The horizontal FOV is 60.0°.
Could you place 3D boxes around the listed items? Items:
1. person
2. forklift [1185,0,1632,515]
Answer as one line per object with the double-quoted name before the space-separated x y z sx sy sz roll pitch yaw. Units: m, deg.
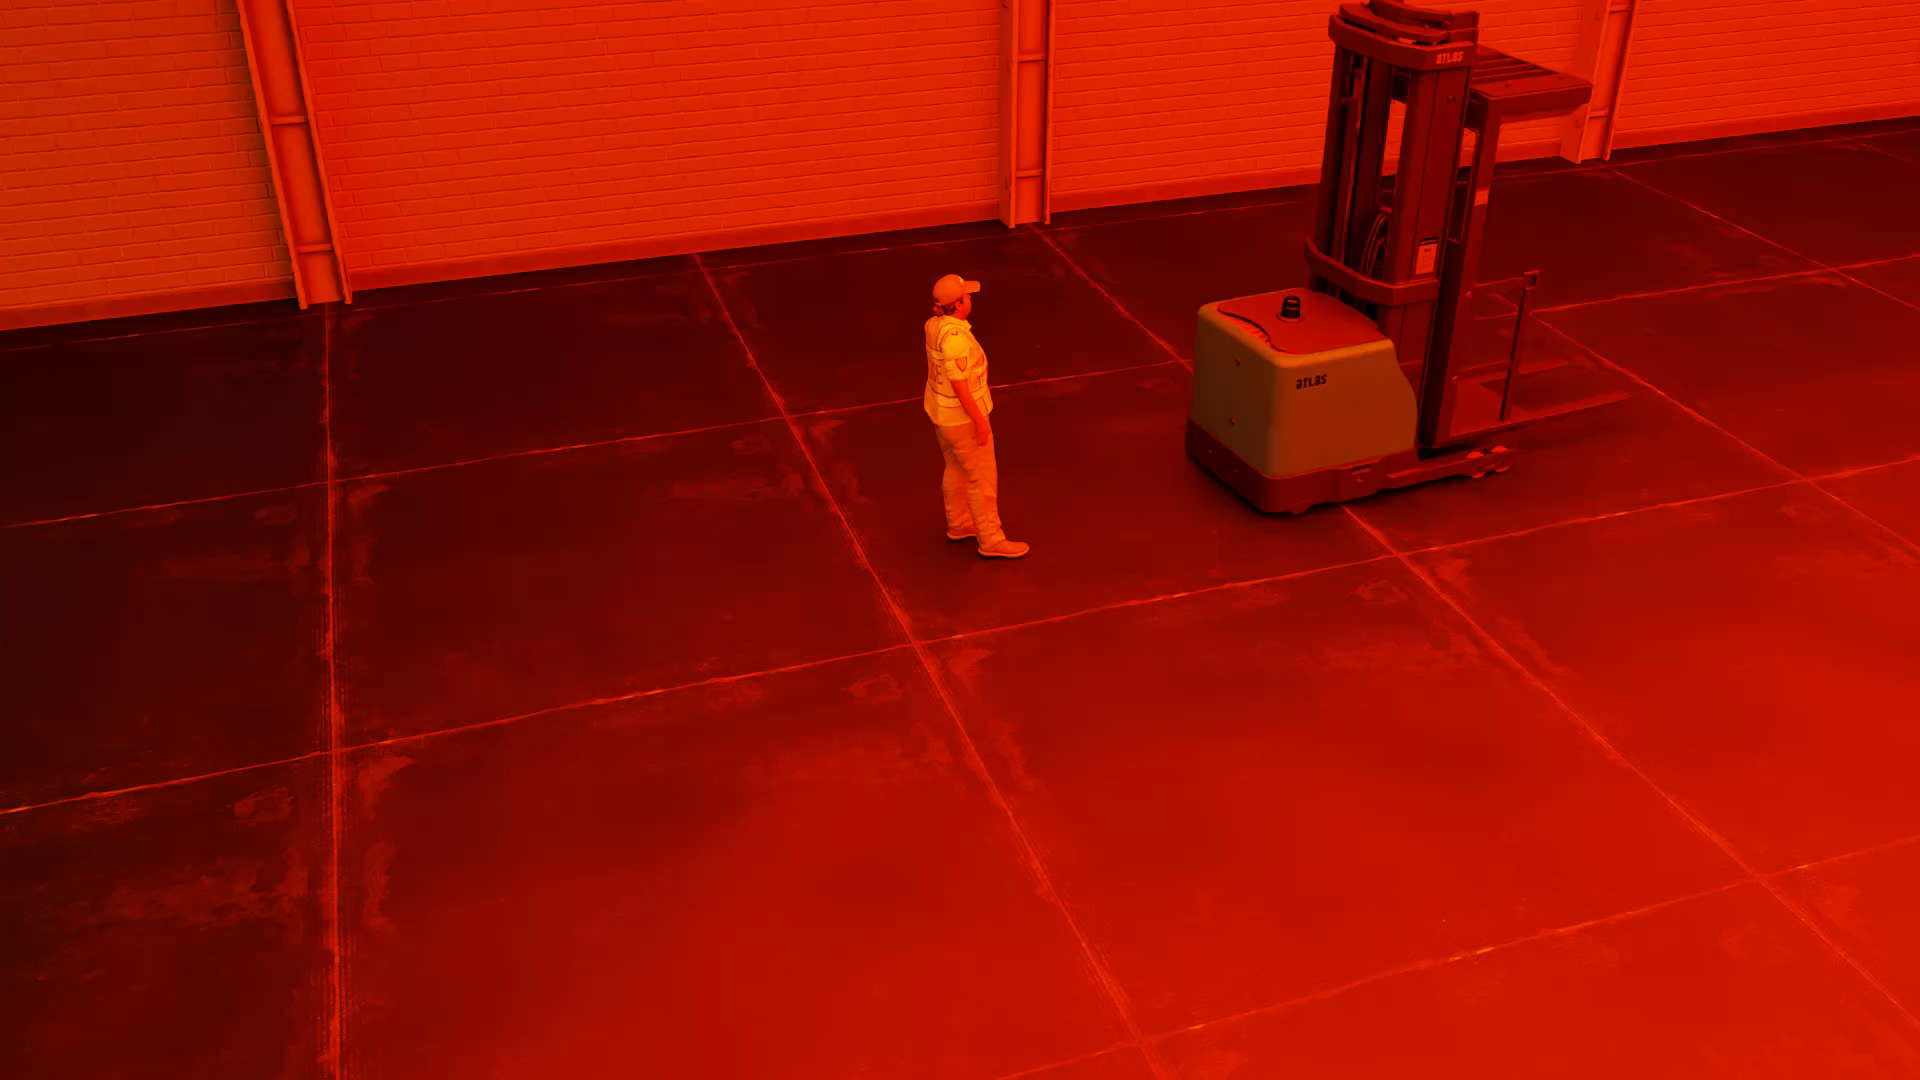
"person" 0.080 -0.730 9.609 0.529 1.670 0.599 -10 31 -16
"forklift" 3.042 -1.900 10.390 3.031 2.935 1.130 -12 32 -20
